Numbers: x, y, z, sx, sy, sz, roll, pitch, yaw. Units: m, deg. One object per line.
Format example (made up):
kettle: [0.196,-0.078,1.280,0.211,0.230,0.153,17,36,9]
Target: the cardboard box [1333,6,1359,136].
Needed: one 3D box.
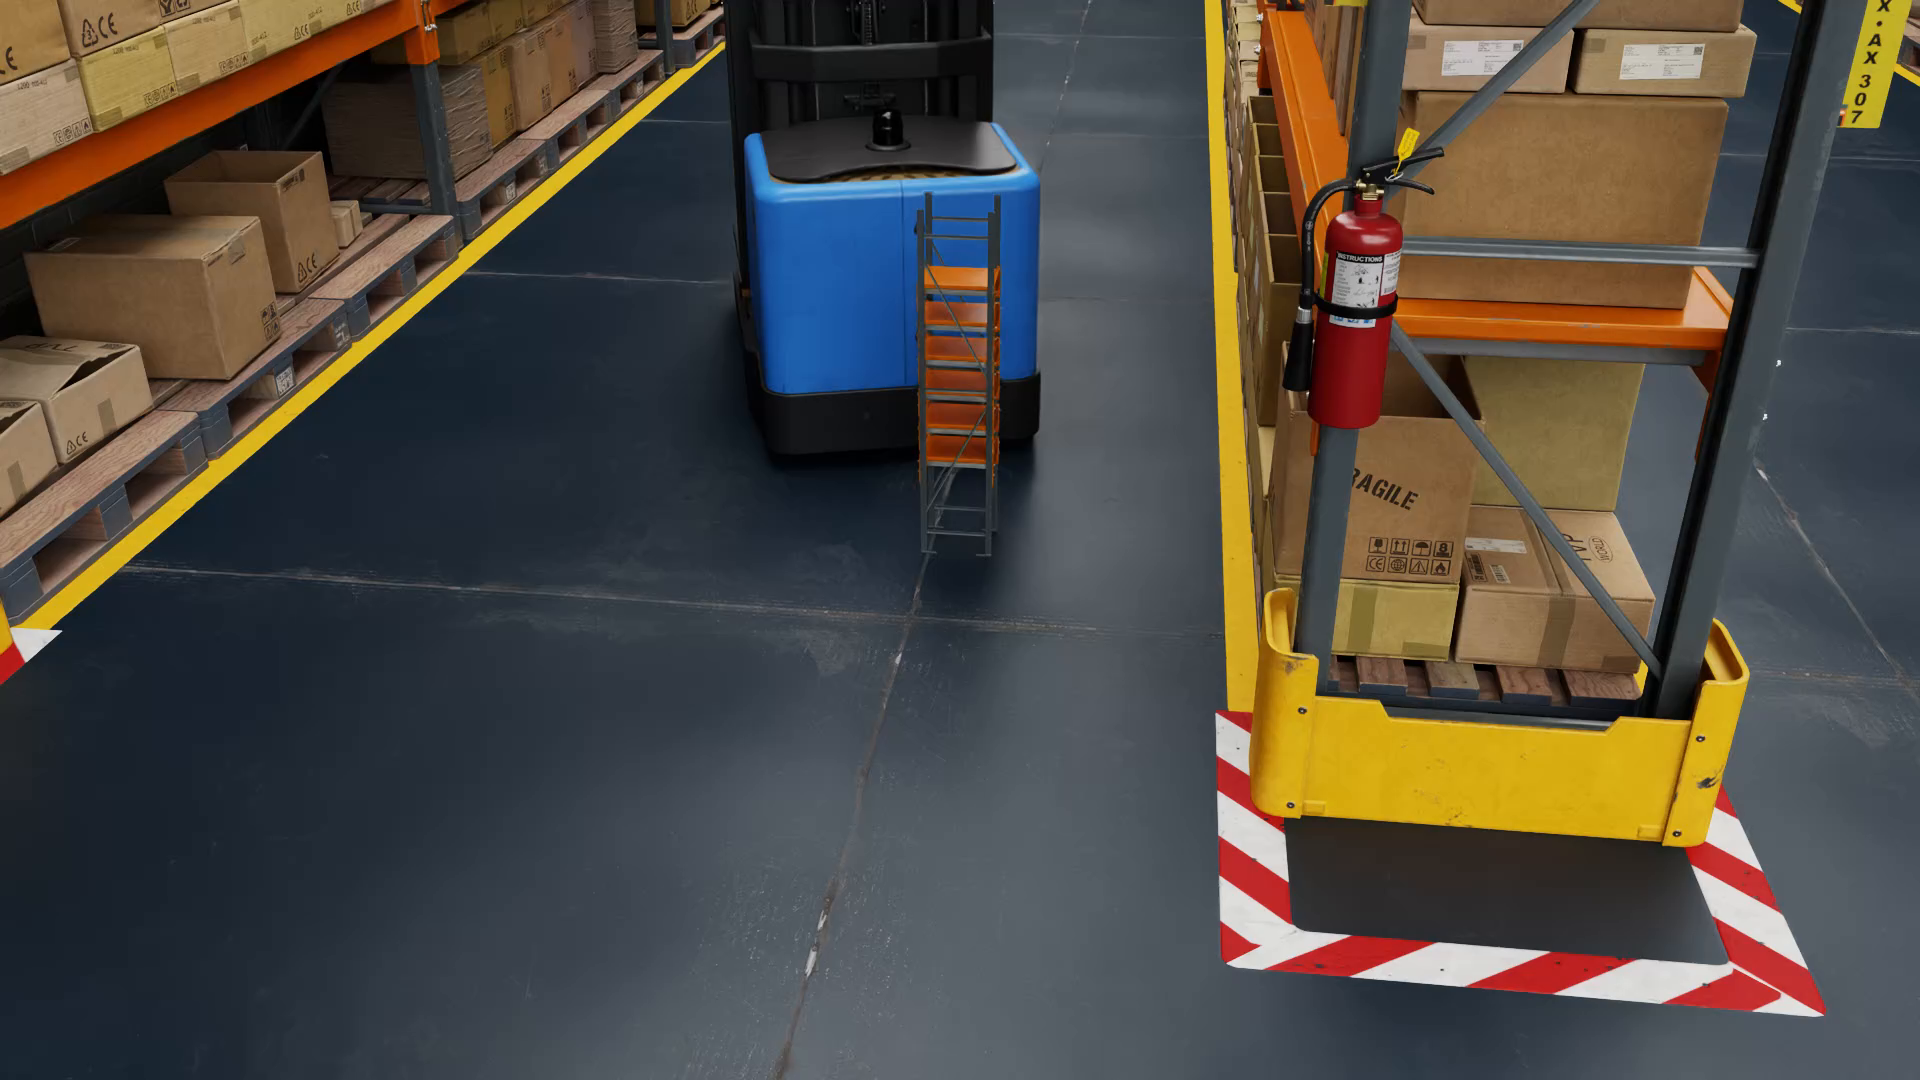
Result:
cardboard box: [1.635,-1.644,5.534,0.700,0.500,0.500,4,29,8]

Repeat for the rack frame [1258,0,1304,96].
rack frame: [1.868,-2.535,7.294,1.000,3.000,0.127,3,28,6]

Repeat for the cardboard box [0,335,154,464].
cardboard box: [-3.295,-0.537,5.956,0.500,0.311,0.500,6,29,10]

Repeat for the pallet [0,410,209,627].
pallet: [-3.395,-0.127,5.763,1.003,0.211,1.213,3,28,6]

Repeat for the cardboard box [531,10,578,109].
cardboard box: [-2.806,-2.984,10.299,0.700,0.500,0.500,3,28,6]

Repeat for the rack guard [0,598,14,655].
rack guard: [-3.529,0.126,4.989,1.175,0.500,0.348,3,28,6]

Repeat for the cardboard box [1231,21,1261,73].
cardboard box: [1.882,-2.922,9.877,0.500,0.311,0.500,3,28,5]

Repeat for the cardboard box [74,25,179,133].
cardboard box: [-3.046,-1.577,5.652,0.500,0.250,0.500,3,28,5]

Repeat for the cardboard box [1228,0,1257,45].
cardboard box: [2.003,-3.410,10.782,0.500,0.311,0.500,4,29,8]

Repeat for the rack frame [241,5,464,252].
rack frame: [-3.048,-2.822,7.825,1.000,3.000,0.127,3,28,6]

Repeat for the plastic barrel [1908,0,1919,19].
plastic barrel: [7.436,-4.252,12.660,0.421,0.512,0.421,0,28,0]

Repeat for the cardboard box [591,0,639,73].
cardboard box: [-2.595,-3.456,11.173,0.700,0.500,0.500,4,29,7]

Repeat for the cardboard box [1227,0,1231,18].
cardboard box: [2.304,-4.209,12.572,0.500,0.500,0.500,2,28,4]

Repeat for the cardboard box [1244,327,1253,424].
cardboard box: [1.323,-0.603,6.163,0.500,0.250,0.500,3,28,6]

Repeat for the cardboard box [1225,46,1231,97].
cardboard box: [1.942,-2.927,10.476,0.500,0.250,0.500,3,28,5]

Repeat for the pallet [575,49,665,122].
pallet: [-2.656,-3.109,11.298,1.003,0.211,1.213,3,28,6]

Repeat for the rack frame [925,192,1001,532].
rack frame: [0.009,-0.564,5.533,0.240,1.200,0.006,3,28,6]

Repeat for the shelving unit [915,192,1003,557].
shelving unit: [-0.002,-0.521,5.453,0.258,1.200,0.189,3,28,6]

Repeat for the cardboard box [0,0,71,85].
cardboard box: [-3.111,-1.651,4.998,0.500,0.500,0.500,3,29,6]

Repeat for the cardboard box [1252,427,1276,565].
cardboard box: [1.200,-0.133,5.290,0.500,0.250,0.500,3,28,6]

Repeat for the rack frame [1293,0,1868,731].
rack frame: [1.378,-0.653,3.799,1.000,3.000,0.127,3,28,6]

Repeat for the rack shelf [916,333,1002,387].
rack shelf: [-0.002,-0.588,5.417,0.258,0.103,0.180,3,28,6]

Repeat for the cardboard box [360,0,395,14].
cardboard box: [-2.806,-2.524,7.409,0.500,0.250,0.500,3,29,6]

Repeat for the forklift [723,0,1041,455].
forklift: [-0.448,-2.285,6.902,1.130,2.935,3.031,-5,29,-8]

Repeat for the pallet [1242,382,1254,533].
pallet: [1.582,-0.360,6.196,1.003,0.211,1.213,3,28,6]

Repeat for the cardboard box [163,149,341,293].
cardboard box: [-3.136,-1.424,7.402,0.500,0.500,0.500,1,28,2]

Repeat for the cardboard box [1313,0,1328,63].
cardboard box: [1.762,-2.122,6.420,0.700,0.500,0.500,3,28,6]

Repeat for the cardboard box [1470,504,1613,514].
cardboard box: [1.722,-0.102,5.233,0.500,0.250,0.500,3,28,6]

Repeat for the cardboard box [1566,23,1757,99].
cardboard box: [1.640,-1.154,3.941,0.380,0.149,0.250,3,28,6]

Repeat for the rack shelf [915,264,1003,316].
rack shelf: [-0.002,-0.799,5.303,0.258,0.103,0.180,3,28,6]

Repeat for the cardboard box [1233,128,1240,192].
cardboard box: [1.695,-1.960,8.681,0.500,0.250,0.500,3,28,5]

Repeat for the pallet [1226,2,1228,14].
pallet: [2.786,-4.688,14.230,1.003,0.211,1.213,3,28,6]

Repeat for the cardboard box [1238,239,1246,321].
cardboard box: [1.444,-1.074,7.037,0.500,0.250,0.500,3,28,6]

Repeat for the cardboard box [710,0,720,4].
cardboard box: [-2.224,-4.693,13.123,0.750,0.750,0.750,3,28,6]

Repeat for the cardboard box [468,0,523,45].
cardboard box: [-2.864,-3.045,9.620,0.500,0.250,0.500,3,28,5]

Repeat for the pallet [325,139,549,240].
pallet: [-2.955,-1.960,9.166,1.003,0.211,1.213,3,28,6]

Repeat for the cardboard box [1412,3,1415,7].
cardboard box: [1.267,-1.296,4.204,0.380,0.149,0.250,4,29,7]

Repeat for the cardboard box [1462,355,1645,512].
cardboard box: [1.724,-0.432,5.055,0.500,0.500,0.500,3,28,6]

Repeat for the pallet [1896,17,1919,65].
pallet: [7.481,-3.847,12.669,1.003,0.211,1.213,3,28,6]

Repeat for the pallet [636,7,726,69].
pallet: [-2.387,-3.843,12.662,1.003,0.211,1.213,3,28,6]

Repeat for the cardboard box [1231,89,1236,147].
cardboard box: [1.821,-2.440,9.573,0.500,0.250,0.500,4,29,7]

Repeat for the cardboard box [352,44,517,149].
cardboard box: [-2.961,-2.508,9.415,0.700,0.500,0.500,3,28,5]

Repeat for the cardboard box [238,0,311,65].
cardboard box: [-2.921,-2.052,6.533,0.500,0.250,0.500,3,28,6]

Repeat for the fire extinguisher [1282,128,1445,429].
fire extinguisher: [0.903,-0.590,3.764,0.296,0.674,0.183,3,28,6]

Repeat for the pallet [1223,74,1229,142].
pallet: [2.219,-2.805,10.735,1.003,0.211,1.213,3,28,6]

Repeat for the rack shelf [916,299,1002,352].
rack shelf: [-0.002,-0.694,5.360,0.258,0.103,0.180,3,28,6]

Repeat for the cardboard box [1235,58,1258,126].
cardboard box: [1.754,-2.444,8.989,0.500,0.311,0.500,3,28,6]

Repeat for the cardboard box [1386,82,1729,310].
cardboard box: [1.448,-0.916,4.181,0.700,0.500,0.500,3,28,6]

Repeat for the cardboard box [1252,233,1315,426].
cardboard box: [1.257,-0.698,5.549,0.500,0.500,0.500,3,28,6]

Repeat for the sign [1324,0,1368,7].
sign: [0.841,-1.305,3.538,0.100,0.325,0.005,3,28,6]

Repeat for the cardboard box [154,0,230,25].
cardboard box: [-2.990,-2.137,5.901,0.500,0.500,0.500,4,29,8]

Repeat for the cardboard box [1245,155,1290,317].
cardboard box: [1.378,-1.169,6.423,0.500,0.500,0.500,3,28,6]

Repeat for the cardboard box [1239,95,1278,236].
cardboard box: [1.501,-1.640,7.297,0.500,0.500,0.500,3,28,6]

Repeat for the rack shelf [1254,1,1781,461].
rack shelf: [1.623,-1.277,5.717,1.077,0.370,4.000,3,28,6]

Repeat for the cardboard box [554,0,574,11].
cardboard box: [-2.727,-3.521,10.504,0.500,0.250,0.500,4,29,7]

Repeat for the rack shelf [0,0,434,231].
rack shelf: [-3.294,-1.563,6.248,1.077,0.370,4.000,3,28,6]

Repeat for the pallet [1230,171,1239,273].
pallet: [1.920,-1.657,8.603,1.003,0.211,1.213,3,28,6]

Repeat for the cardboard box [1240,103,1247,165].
cardboard box: [1.633,-1.964,8.098,0.500,0.311,0.500,3,28,6]
